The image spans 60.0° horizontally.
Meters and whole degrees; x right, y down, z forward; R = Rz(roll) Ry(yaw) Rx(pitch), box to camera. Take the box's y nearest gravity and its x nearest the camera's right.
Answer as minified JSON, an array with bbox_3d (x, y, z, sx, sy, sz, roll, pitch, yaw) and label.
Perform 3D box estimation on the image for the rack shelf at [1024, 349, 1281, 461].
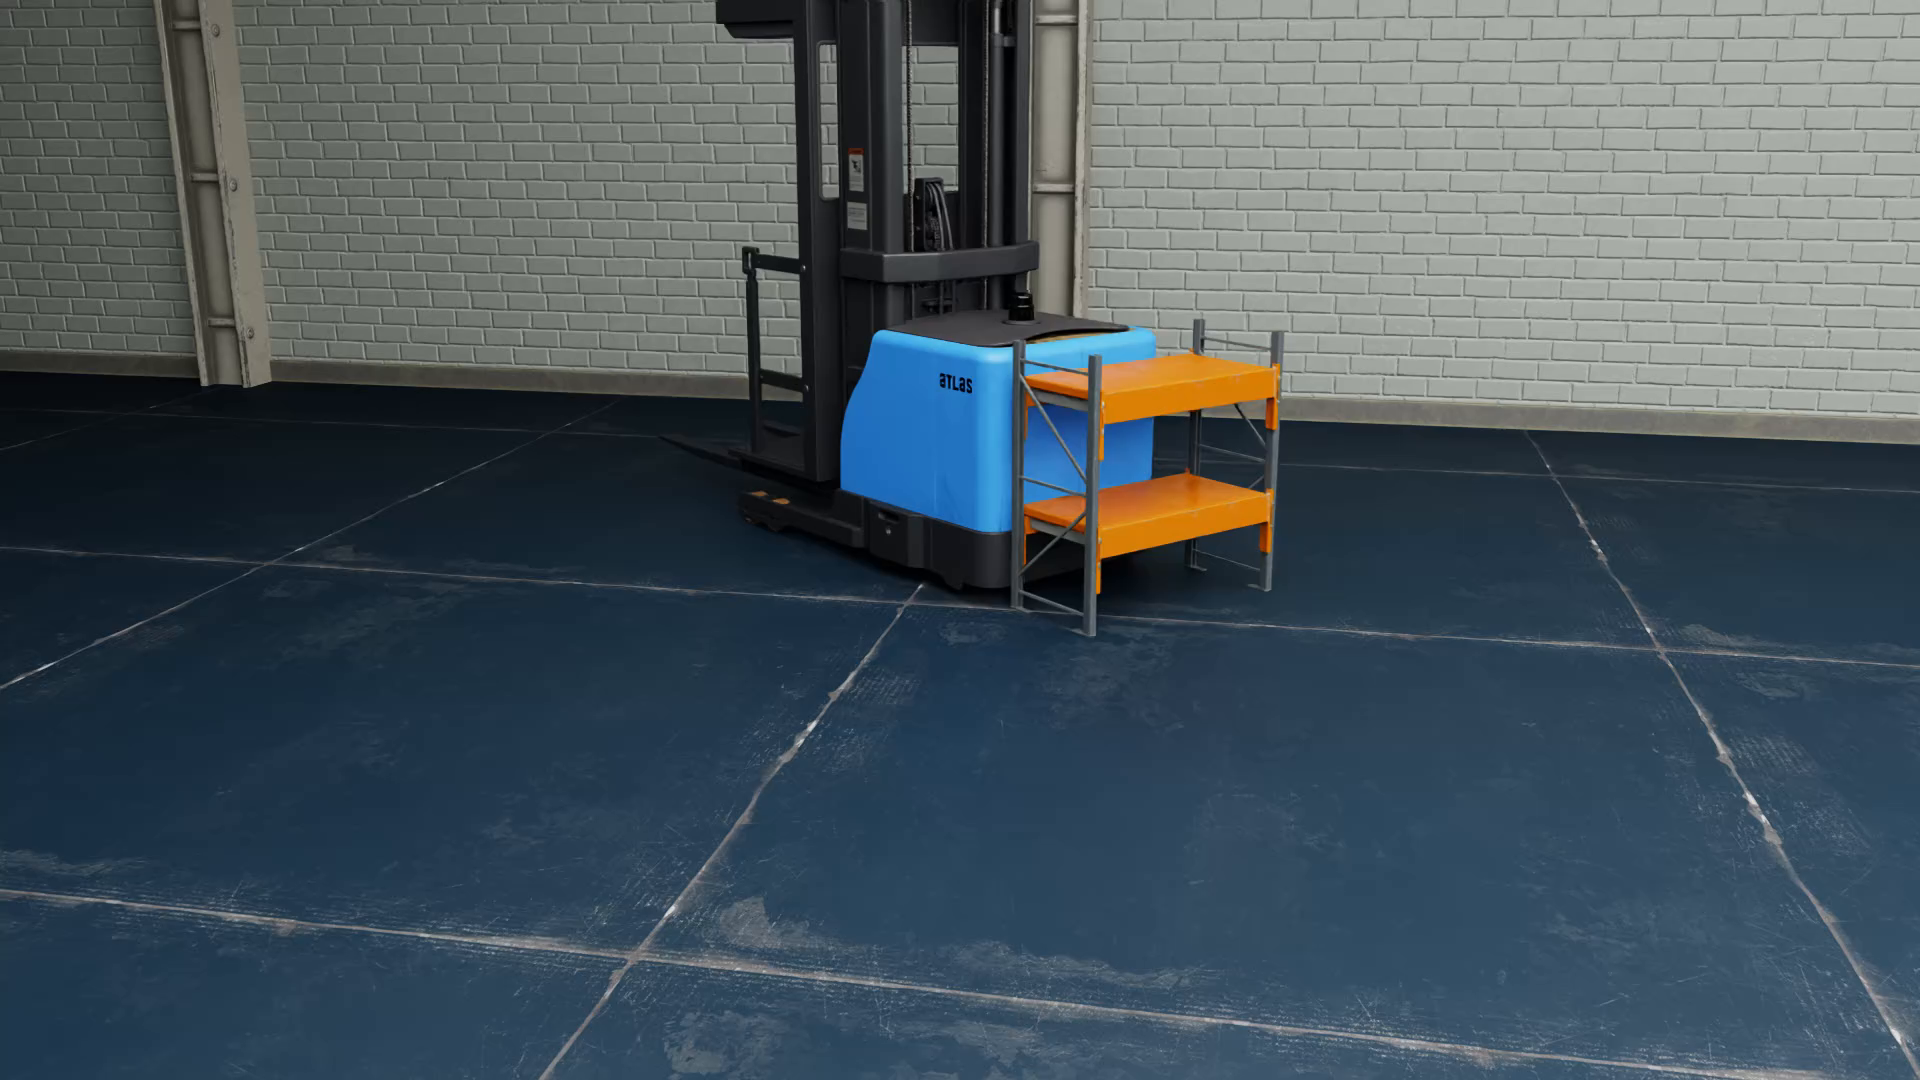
[{"bbox_3d":[0.780,-0.572,6.855,1.000,0.278,0.538,-12,19,-36],"label":"rack shelf"}]

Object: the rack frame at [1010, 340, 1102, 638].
[{"bbox_3d":[0.376,-0.208,6.636,0.032,1.125,0.500,-12,19,-36],"label":"rack frame"}]

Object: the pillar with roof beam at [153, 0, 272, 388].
[{"bbox_3d":[-6.126,-4.356,6.860,0.400,9.000,9.100,3,16,11],"label":"pillar with roof beam"}]

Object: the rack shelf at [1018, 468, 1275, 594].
[{"bbox_3d":[0.780,-0.055,6.999,1.000,0.278,0.538,-12,19,-36],"label":"rack shelf"}]

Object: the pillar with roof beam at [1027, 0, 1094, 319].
[{"bbox_3d":[-0.247,-4.037,5.708,0.400,9.000,9.100,3,16,11],"label":"pillar with roof beam"}]

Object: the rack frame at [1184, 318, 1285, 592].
[{"bbox_3d":[1.184,-0.373,7.231,0.032,1.125,0.500,-12,19,-36],"label":"rack frame"}]

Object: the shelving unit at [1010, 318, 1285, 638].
[{"bbox_3d":[0.780,-0.290,6.933,1.048,1.125,0.538,-12,19,-36],"label":"shelving unit"}]

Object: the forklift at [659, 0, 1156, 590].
[{"bbox_3d":[-0.449,-1.527,8.015,1.130,2.935,3.031,-13,20,-38],"label":"forklift"}]
